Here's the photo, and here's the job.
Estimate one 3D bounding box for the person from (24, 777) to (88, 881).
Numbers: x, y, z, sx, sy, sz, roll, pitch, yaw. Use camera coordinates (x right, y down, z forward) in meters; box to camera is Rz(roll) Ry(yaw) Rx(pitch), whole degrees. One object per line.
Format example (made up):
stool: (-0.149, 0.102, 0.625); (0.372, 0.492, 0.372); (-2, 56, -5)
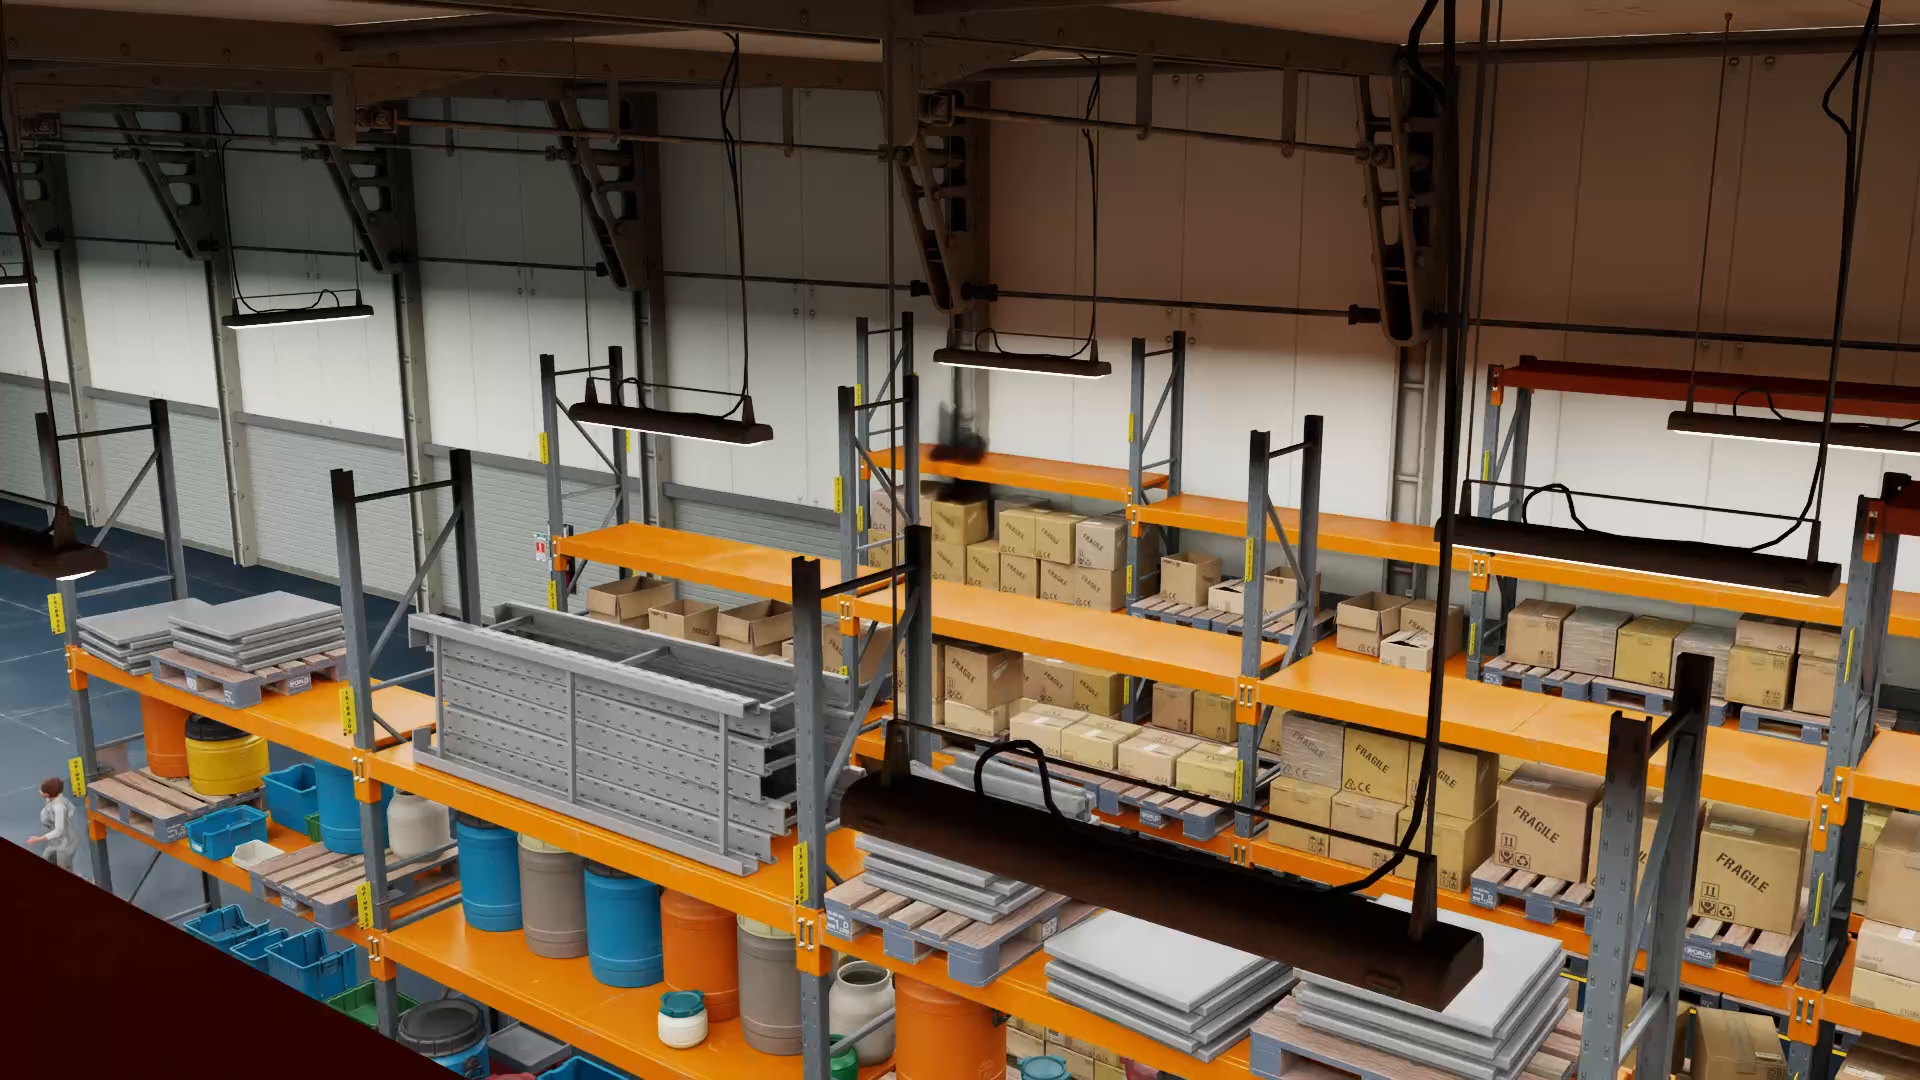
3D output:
person: (-9.636, 3.257, 17.764); (0.627, 1.554, 0.515); (-10, 16, -36)
